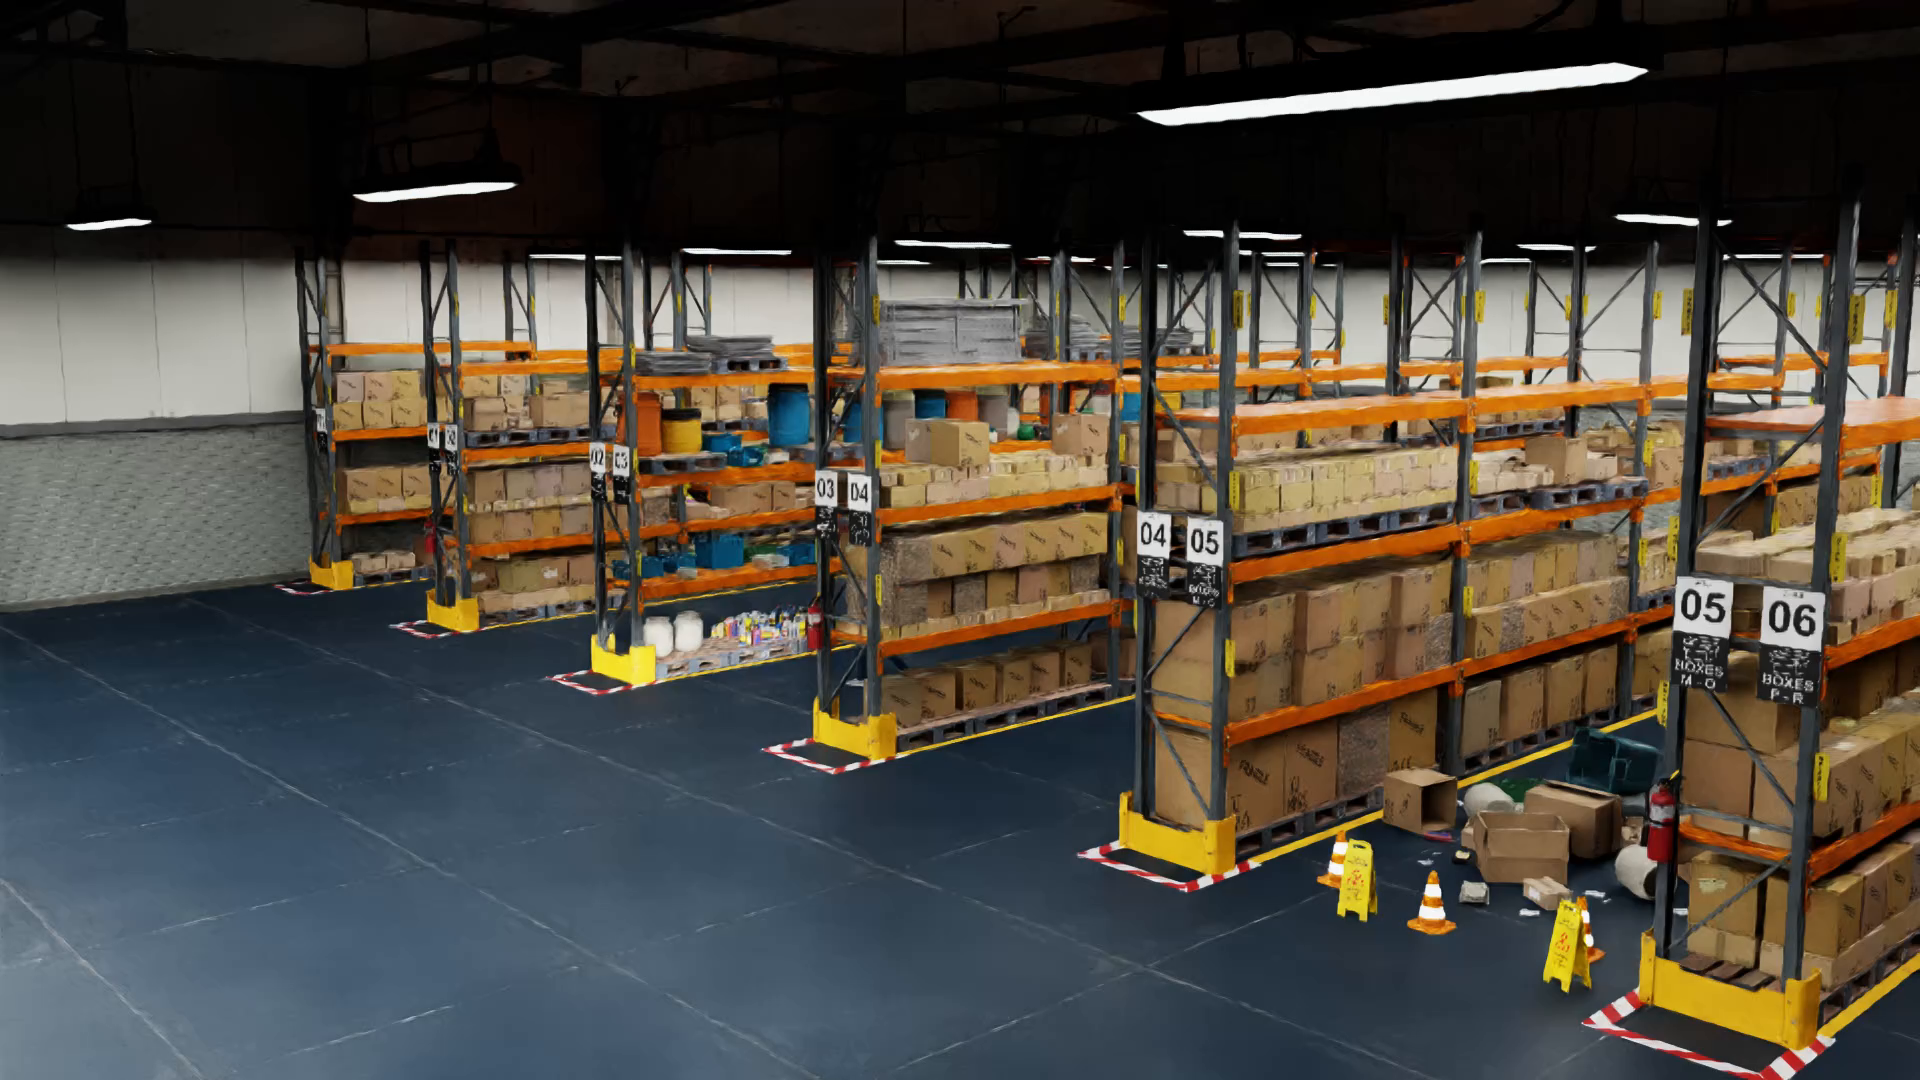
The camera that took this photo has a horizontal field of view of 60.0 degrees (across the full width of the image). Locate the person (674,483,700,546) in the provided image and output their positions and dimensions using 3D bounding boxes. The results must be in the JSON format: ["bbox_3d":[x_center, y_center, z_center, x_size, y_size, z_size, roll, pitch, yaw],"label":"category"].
[{"bbox_3d":[-5.161,-0.275,31.328,1.040,1.708,0.570,-6,10,-34],"label":"person"}]

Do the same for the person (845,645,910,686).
[{"bbox_3d":[-1.072,1.181,22.034,0.868,1.531,0.455,-3,9,-21],"label":"person"}]
